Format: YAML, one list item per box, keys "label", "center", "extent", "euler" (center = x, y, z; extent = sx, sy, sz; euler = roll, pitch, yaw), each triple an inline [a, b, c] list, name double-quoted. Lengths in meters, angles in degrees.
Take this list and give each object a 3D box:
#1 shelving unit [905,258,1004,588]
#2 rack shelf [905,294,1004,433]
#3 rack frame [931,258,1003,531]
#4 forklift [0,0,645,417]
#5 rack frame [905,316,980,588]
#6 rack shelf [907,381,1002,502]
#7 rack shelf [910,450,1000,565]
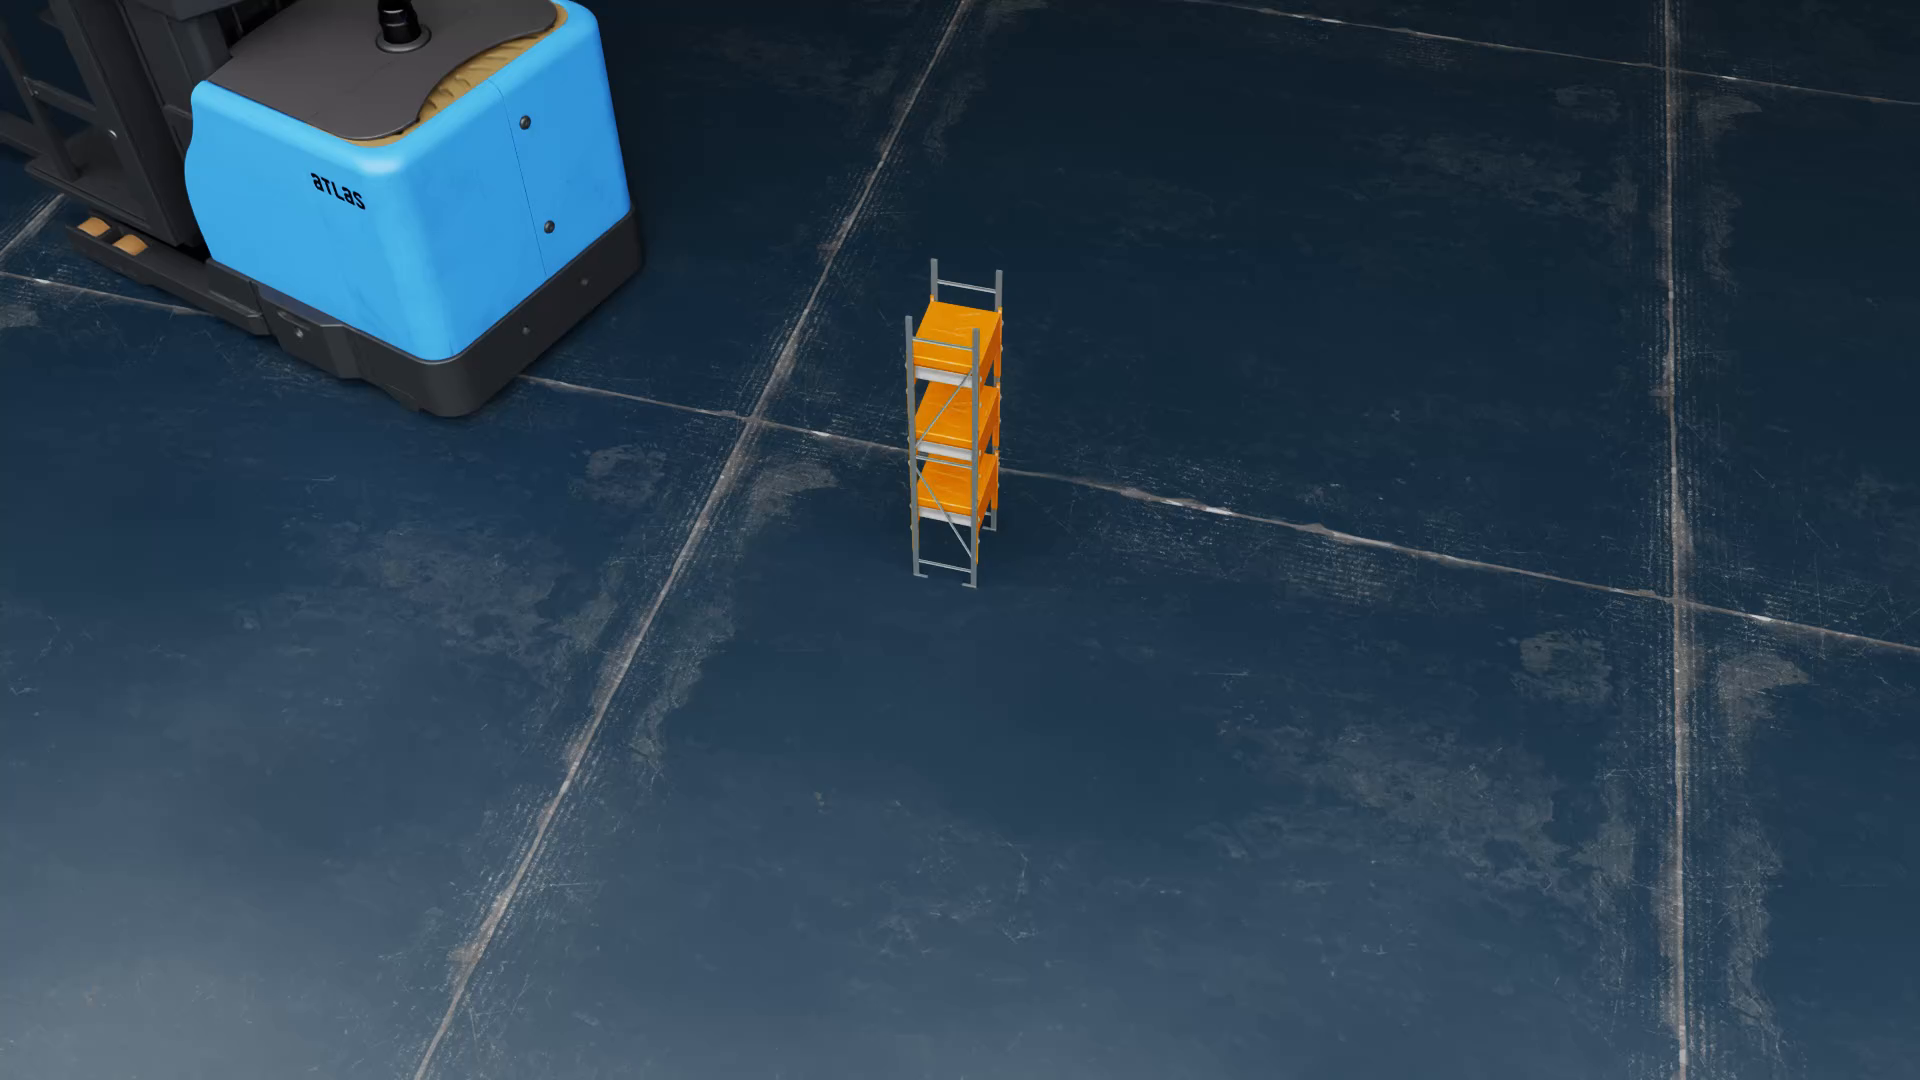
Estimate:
- label: "shelving unit"
  center: [-0.014, -0.309, 4.822]
  extent: [0.215, 1.050, 0.252]
  euler: [12, 50, 10]
- label: "rack shelf"
  center: [-0.014, -0.489, 4.617]
  extent: [0.215, 0.259, 0.240]
  euler: [12, 50, 10]
- label: "rack frame"
  center: [0.018, -0.397, 4.900]
  extent: [0.200, 1.050, 0.008]
  euler: [12, 50, 10]
- label: "forklift"
  center: [-2.672, -2.228, 5.262]
  extent: [3.031, 2.935, 1.130]
  euler: [25, 53, 20]
- label: "rack frame"
  center: [-0.046, -0.220, 4.744]
  extent: [0.200, 1.050, 0.008]
  euler: [12, 50, 10]
- label: "rack shelf"
  center: [-0.014, -0.302, 4.830]
  extent: [0.215, 0.259, 0.240]
  euler: [12, 50, 10]
- label: "rack shelf"
  center: [-0.014, -0.118, 5.039]
  extent: [0.215, 0.259, 0.240]
  euler: [12, 50, 10]
